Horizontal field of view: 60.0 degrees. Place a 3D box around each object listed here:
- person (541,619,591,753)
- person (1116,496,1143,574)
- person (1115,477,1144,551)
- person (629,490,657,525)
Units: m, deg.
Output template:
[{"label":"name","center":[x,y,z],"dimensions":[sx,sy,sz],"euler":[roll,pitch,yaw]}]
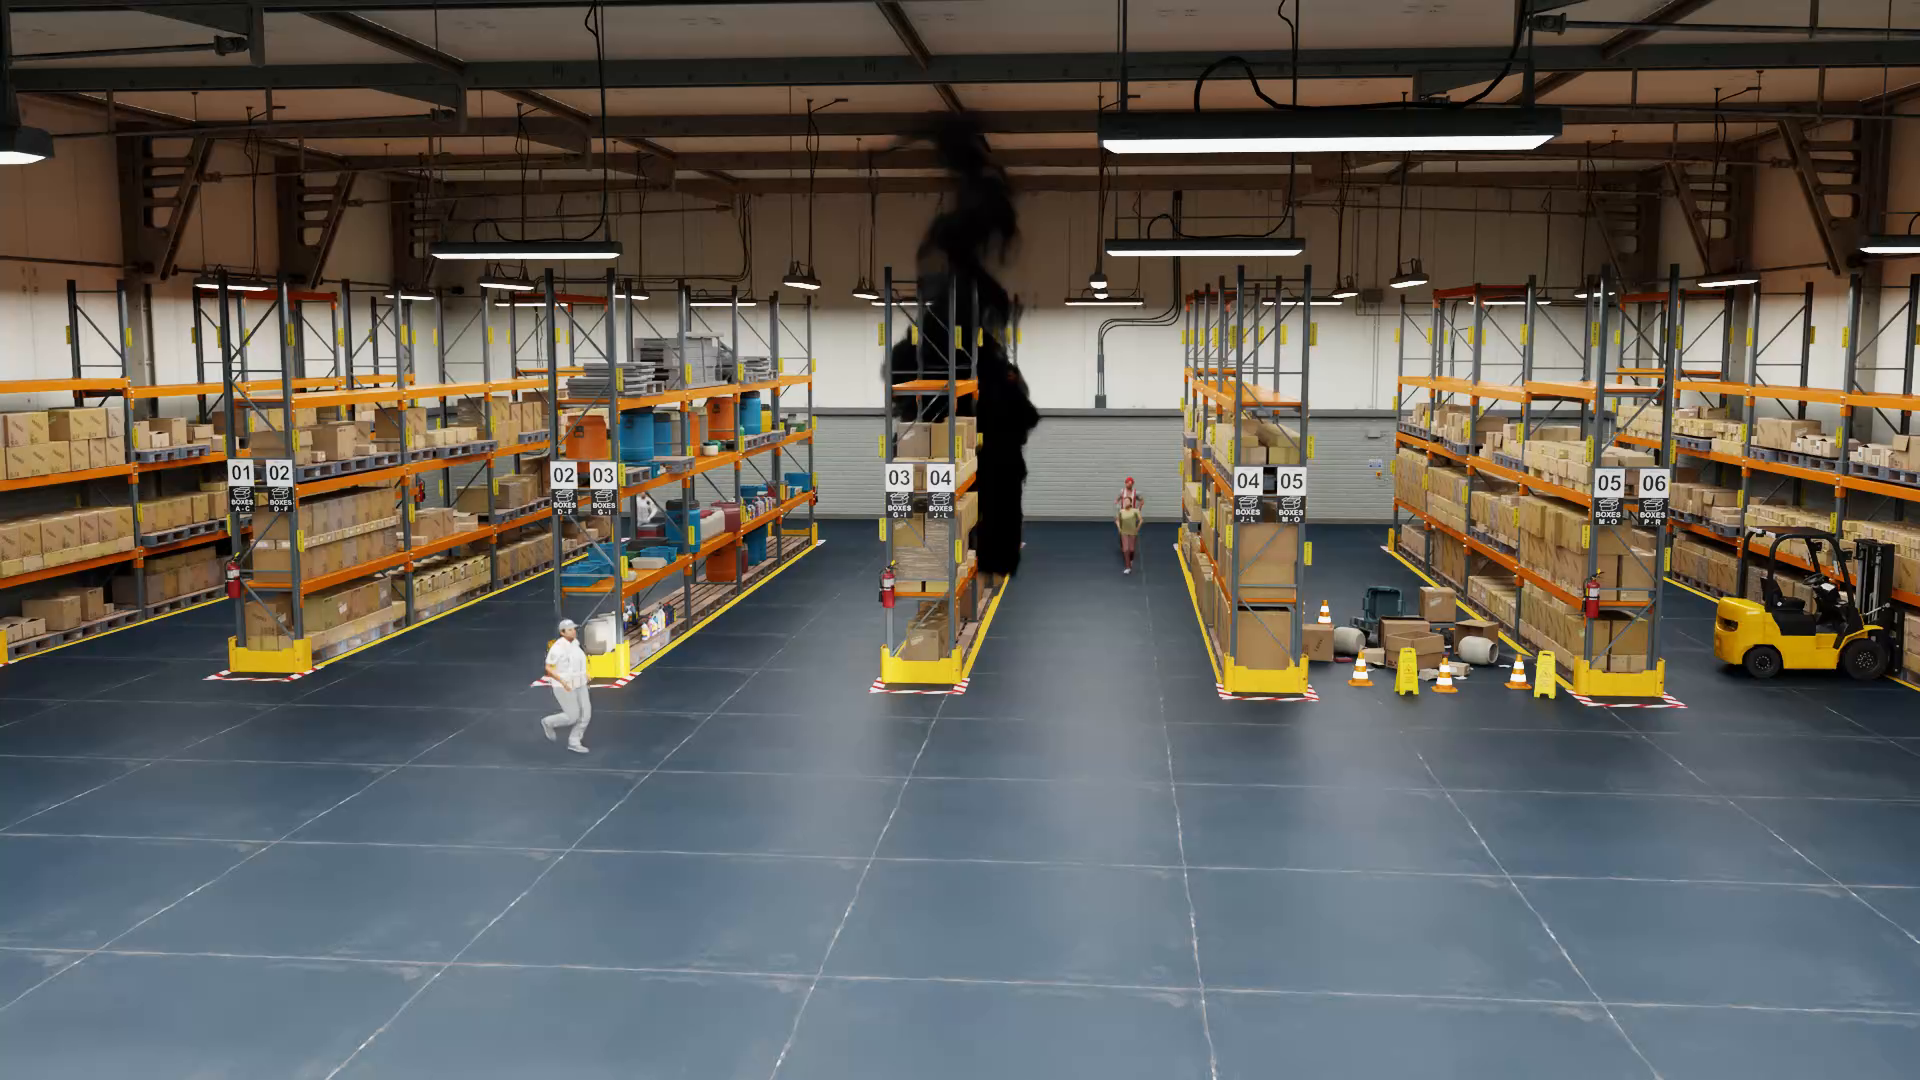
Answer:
[{"label":"person","center":[-4.771,1.771,20.183],"dimensions":[0.584,1.614,0.609],"euler":[3,8,25]},{"label":"person","center":[3.614,-0.120,35.601],"dimensions":[0.577,1.642,0.580],"euler":[2,7,14]},{"label":"person","center":[3.914,-0.581,38.754],"dimensions":[0.665,1.761,0.600],"euler":[2,7,16]},{"label":"person","center":[-7.241,-0.418,37.946],"dimensions":[0.624,1.663,0.491],"euler":[-1,7,-6]}]
